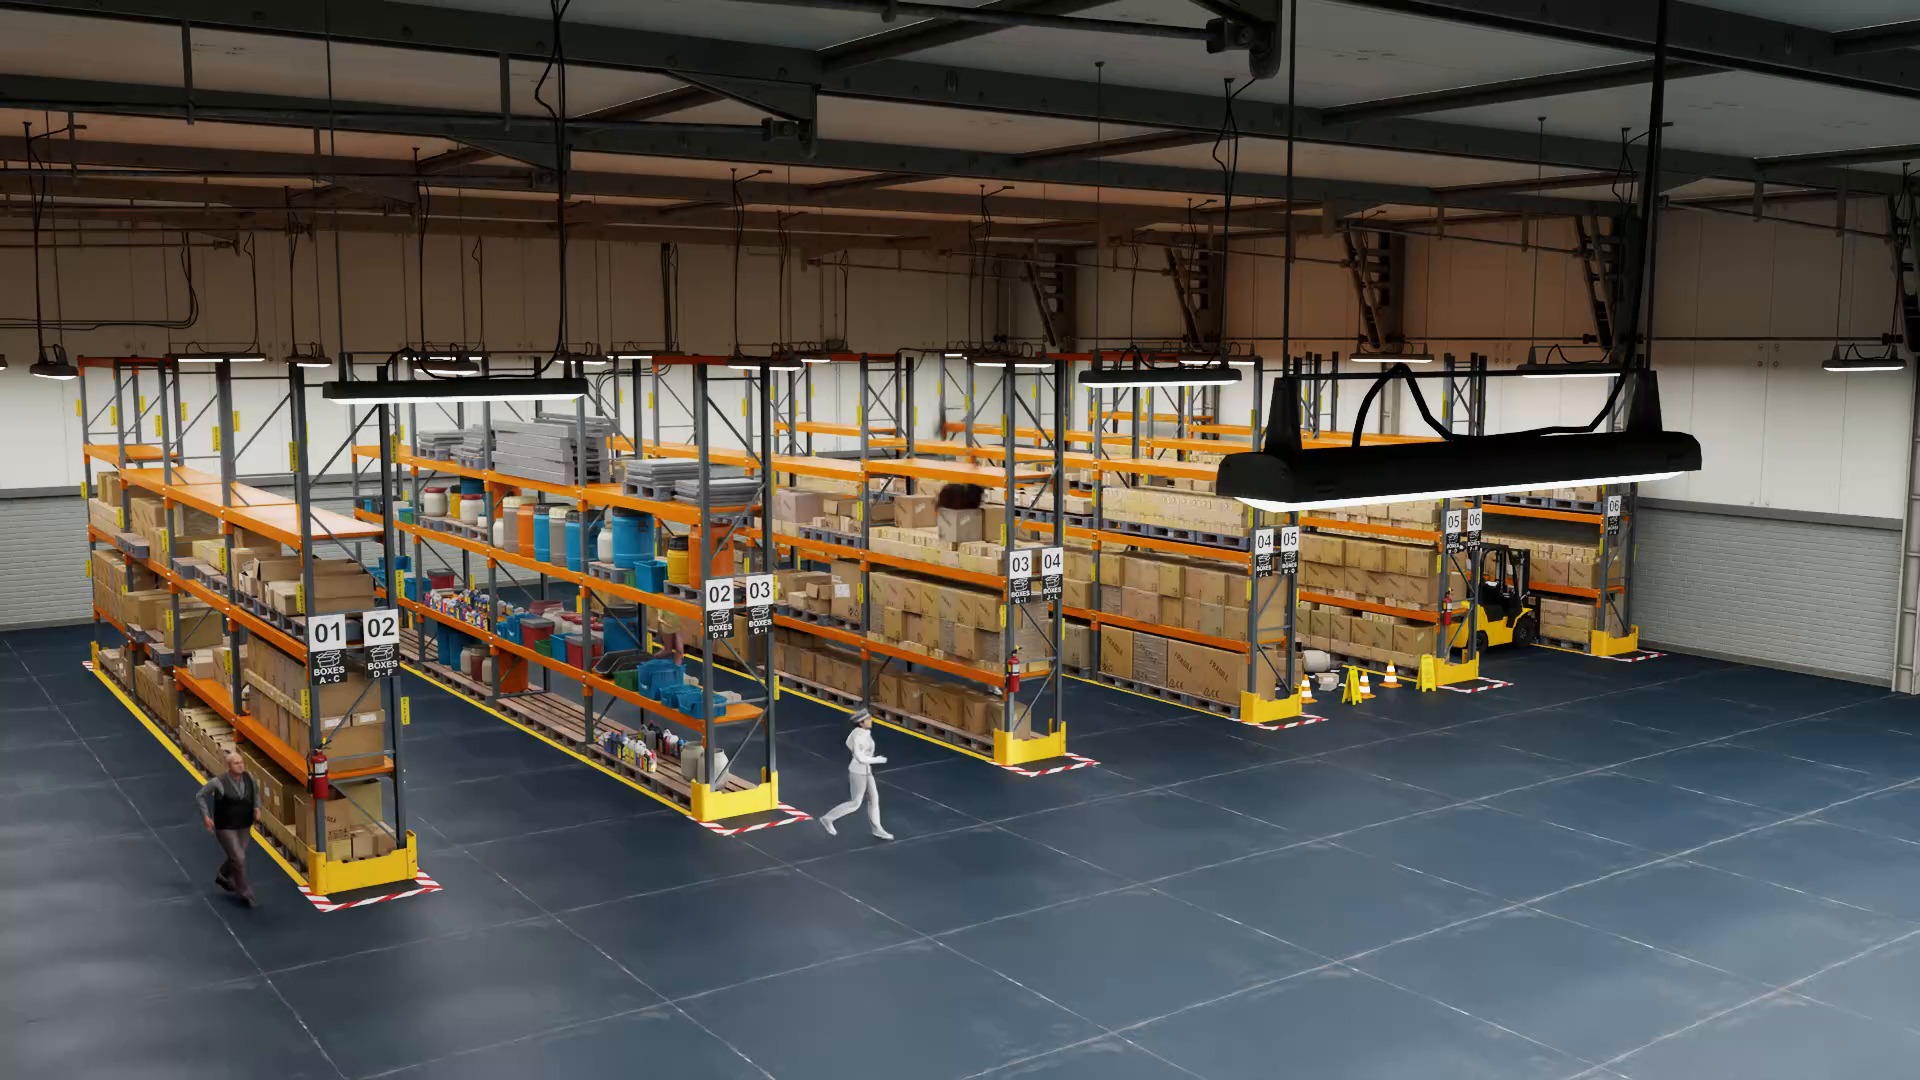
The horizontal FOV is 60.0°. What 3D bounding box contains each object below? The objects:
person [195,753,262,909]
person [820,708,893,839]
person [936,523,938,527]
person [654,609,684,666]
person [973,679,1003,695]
[{"bbox_3d":[-8.175,3.257,18.666,0.823,1.781,0.672,5,8,34],"label":"person"},{"bbox_3d":[-1.307,2.957,21.011,0.920,1.710,0.624,0,7,-1],"label":"person"},{"bbox_3d":[-0.512,0.035,44.694,0.957,1.752,0.759,-1,7,-11],"label":"person"},{"bbox_3d":[-5.465,1.723,31.312,0.566,1.647,0.875,-6,9,-40],"label":"person"},{"bbox_3d":[0.547,1.872,29.819,0.726,1.743,0.771,-6,9,-40],"label":"person"}]
